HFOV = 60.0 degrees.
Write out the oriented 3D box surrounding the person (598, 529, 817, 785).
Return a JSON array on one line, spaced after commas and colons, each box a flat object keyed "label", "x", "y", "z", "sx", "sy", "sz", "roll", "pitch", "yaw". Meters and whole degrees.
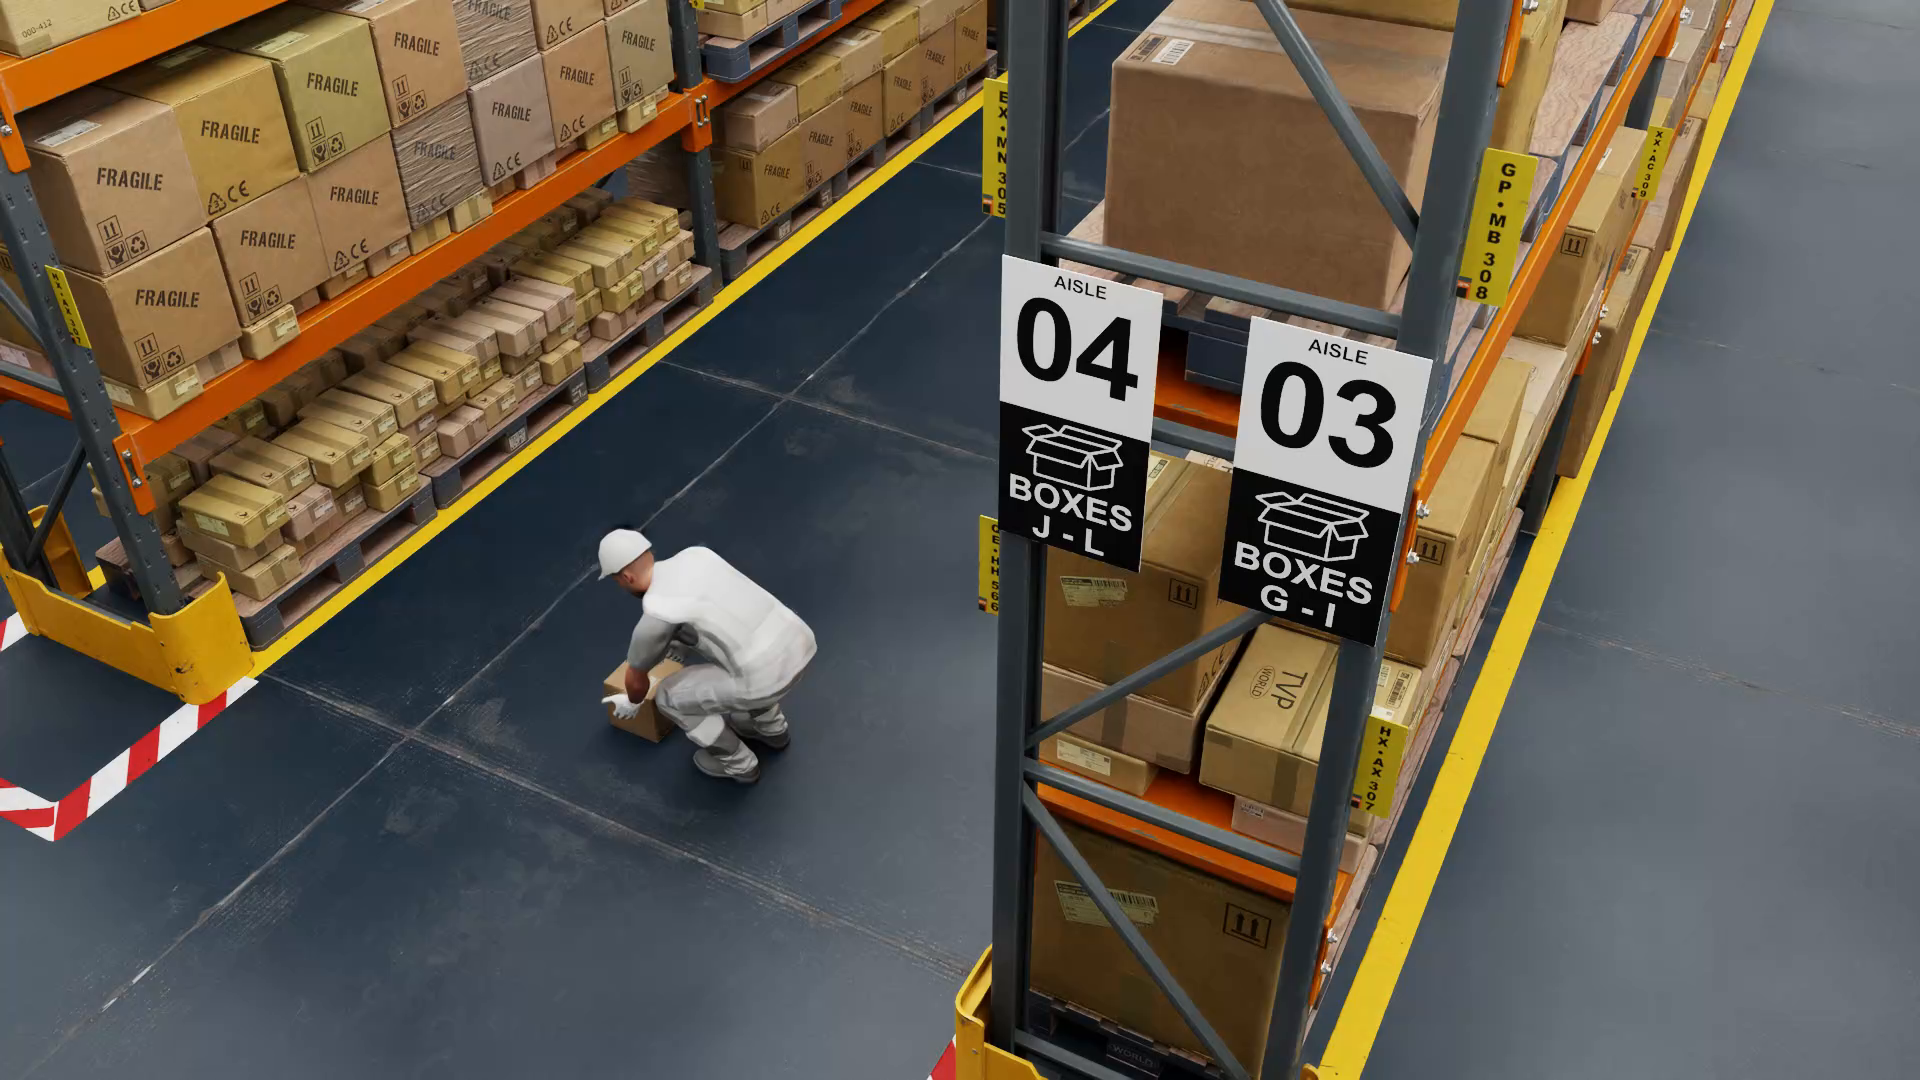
[{"label": "person", "x": -1.021, "y": 0.470, "z": 6.716, "sx": 0.870, "sy": 1.065, "sz": 0.578, "roll": 18, "pitch": 41, "yaw": 21}]
